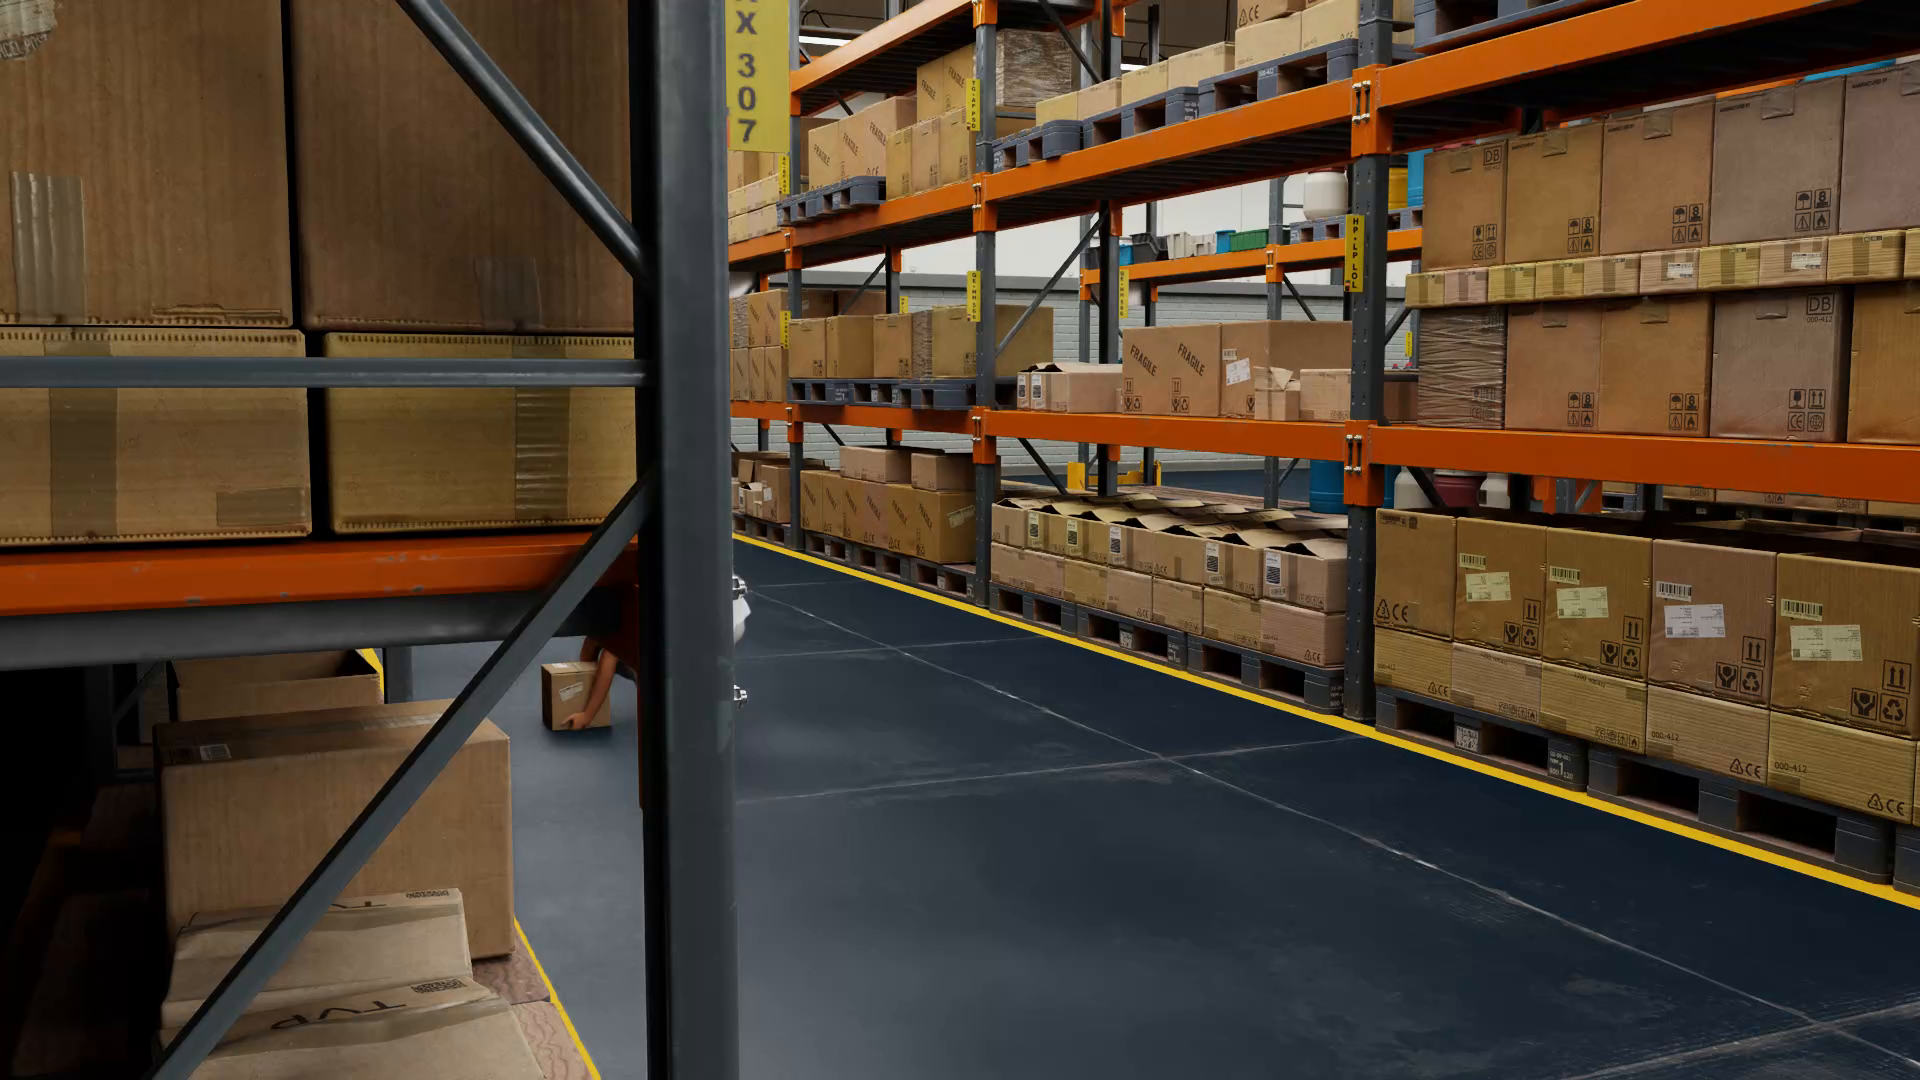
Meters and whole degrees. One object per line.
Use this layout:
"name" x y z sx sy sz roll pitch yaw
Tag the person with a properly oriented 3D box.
"person" -1.391 0.431 7.394 0.938 0.763 0.509 -3 6 -25
